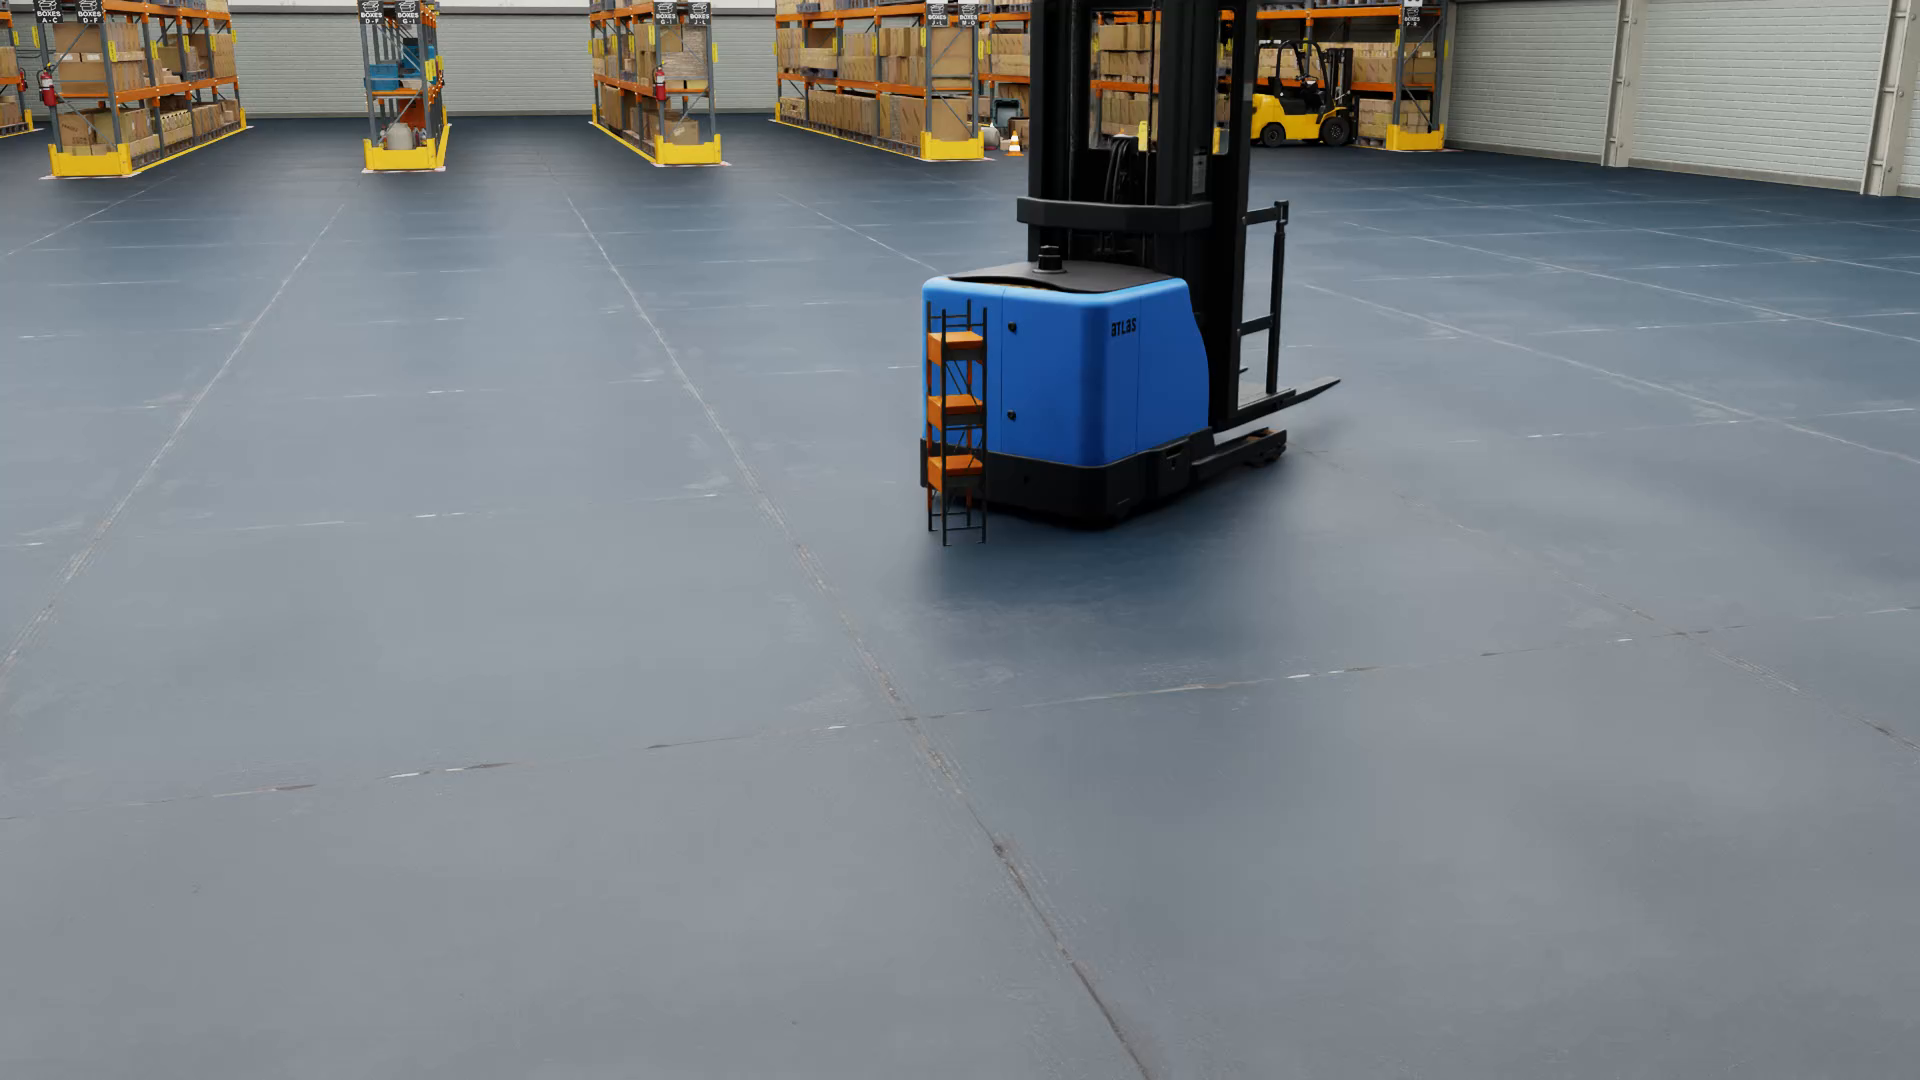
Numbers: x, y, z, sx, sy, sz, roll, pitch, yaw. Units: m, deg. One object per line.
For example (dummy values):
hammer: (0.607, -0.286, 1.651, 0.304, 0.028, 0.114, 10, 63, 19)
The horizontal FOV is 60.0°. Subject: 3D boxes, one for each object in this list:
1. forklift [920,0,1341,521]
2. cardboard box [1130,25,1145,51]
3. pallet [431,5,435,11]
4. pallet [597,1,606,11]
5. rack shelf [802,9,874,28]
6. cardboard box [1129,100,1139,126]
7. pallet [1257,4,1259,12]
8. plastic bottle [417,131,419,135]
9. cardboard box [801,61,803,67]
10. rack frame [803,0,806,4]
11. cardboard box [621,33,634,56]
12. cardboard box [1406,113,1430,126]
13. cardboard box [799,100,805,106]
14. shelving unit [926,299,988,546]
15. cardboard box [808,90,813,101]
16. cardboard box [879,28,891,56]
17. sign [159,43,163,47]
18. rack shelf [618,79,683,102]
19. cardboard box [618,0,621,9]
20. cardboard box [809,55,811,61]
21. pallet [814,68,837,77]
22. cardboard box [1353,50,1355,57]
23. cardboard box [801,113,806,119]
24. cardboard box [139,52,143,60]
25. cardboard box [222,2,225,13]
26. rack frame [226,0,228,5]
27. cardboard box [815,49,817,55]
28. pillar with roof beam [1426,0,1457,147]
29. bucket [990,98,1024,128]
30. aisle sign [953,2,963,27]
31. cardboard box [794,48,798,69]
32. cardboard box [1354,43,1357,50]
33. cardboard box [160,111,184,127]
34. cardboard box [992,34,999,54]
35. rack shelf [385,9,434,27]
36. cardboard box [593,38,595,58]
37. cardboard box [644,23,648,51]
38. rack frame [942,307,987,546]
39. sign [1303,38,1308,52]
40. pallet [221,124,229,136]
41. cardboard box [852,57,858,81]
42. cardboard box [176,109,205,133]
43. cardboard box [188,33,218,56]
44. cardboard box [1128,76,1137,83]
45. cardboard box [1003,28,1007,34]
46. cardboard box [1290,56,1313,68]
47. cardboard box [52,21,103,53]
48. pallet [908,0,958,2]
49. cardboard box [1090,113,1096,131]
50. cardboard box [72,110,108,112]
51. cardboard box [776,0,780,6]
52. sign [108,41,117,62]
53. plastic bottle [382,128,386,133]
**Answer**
forklift: (1.089, -1.857, 8.538, 1.130, 2.935, 3.031, 12, 21, 35)
cardboard box: (3.860, -10.172, 33.673, 0.700, 0.500, 0.500, -5, 17, -16)
pallet: (-12.383, -12.073, 37.545, 1.003, 0.211, 1.213, -5, 17, -15)
pallet: (-8.460, -13.262, 41.330, 1.003, 0.211, 1.213, -5, 17, -15)
rack shelf: (-2.899, -12.544, 40.035, 1.077, 0.370, 4.000, -5, 17, -15)
cardboard box: (3.832, -8.834, 34.393, 0.500, 0.500, 0.500, -5, 17, -17)
pallet: (7.427, -12.877, 40.222, 1.213, 0.211, 1.003, -4, 17, -13)
plastic bottle: (-10.305, -7.634, 31.608, 0.061, 0.283, 0.133, -5, 17, -15)
cardboard box: (-3.782, -11.941, 41.697, 0.380, 0.149, 0.250, -6, 18, -18)
rack frame: (-3.448, -14.879, 41.342, 1.000, 3.000, 0.127, -5, 17, -15)
cardboard box: (-7.331, -11.267, 37.828, 0.797, 0.503, 0.637, -4, 17, -13)
cardboard box: (9.423, -8.769, 34.611, 0.500, 0.250, 0.500, -4, 17, -14)
cardboard box: (-3.980, -11.340, 43.180, 0.380, 0.149, 0.250, -5, 17, -16)
shelving unit: (-0.015, -0.518, 7.350, 0.215, 1.050, 0.252, -5, 17, -15)
cardboard box: (-3.499, -11.143, 41.646, 0.500, 0.250, 0.500, -5, 18, -18)
cardboard box: (-1.181, -10.277, 34.313, 0.875, 0.550, 0.550, -5, 17, -15)
sign: (-18.291, -11.229, 38.114, 0.100, 0.325, 0.005, -5, 17, -15)
rack shelf: (-6.596, -9.637, 35.571, 1.077, 0.370, 4.000, -5, 17, -15)
cardboard box: (-7.121, -11.607, 35.927, 0.500, 0.250, 0.500, -4, 17, -14)
cardboard box: (-3.490, -11.794, 40.691, 0.380, 0.149, 0.250, -4, 17, -13)
pallet: (-2.932, -11.351, 40.361, 1.003, 0.211, 1.213, -5, 17, -15)
cardboard box: (8.494, -10.426, 35.644, 0.380, 0.149, 0.250, -5, 17, -16)
cardboard box: (-3.884, -10.923, 42.826, 0.380, 0.149, 0.250, -4, 17, -15)
cardboard box: (-15.226, -8.878, 30.492, 0.380, 0.149, 0.250, -5, 17, -16)
cardboard box: (-18.349, -13.070, 40.795, 0.500, 0.250, 0.500, -5, 17, -15)
rack frame: (-18.870, -14.839, 41.209, 1.000, 3.000, 0.127, -5, 17, -15)
cardboard box: (-3.278, -11.722, 39.934, 0.380, 0.149, 0.250, -4, 17, -13)
pillar with roof beam: (5.889, -12.296, 32.743, 9.100, 9.000, 0.400, -5, 17, -15)
bucket: (1.004, -9.097, 35.572, 0.726, 0.611, 0.620, 1, 7, 4)
aisle sign: (-0.115, -14.773, 46.900, 0.394, 0.787, 0.004, -5, 17, -15)
cardboard box: (-3.995, -12.451, 42.997, 0.500, 0.500, 0.500, -5, 17, -17)
cardboard box: (8.624, -10.506, 35.395, 0.380, 0.149, 0.250, -4, 17, -14)
cardboard box: (-16.006, -8.497, 33.600, 0.500, 0.311, 0.500, -5, 17, -16)
cardboard box: (1.128, -12.807, 42.962, 0.500, 0.500, 0.500, -4, 17, -15)
rack shelf: (-12.458, -11.788, 37.519, 1.077, 0.370, 4.000, -5, 17, -15)
cardboard box: (-9.335, -12.885, 43.573, 0.500, 0.500, 0.500, -5, 17, -17)
cardboard box: (-5.614, -9.400, 31.103, 0.500, 0.500, 0.500, -5, 17, -15)
rack frame: (0.019, -0.484, 7.238, 0.200, 1.050, 0.008, -5, 17, -15)
sign: (7.734, -11.076, 37.237, 0.100, 0.325, 0.005, -5, 17, -15)
pallet: (-17.959, -9.714, 39.423, 1.003, 0.211, 1.213, -5, 17, -15)
cardboard box: (-2.070, -10.383, 36.631, 0.500, 0.500, 0.500, -5, 17, -16)
cardboard box: (-16.671, -9.059, 35.977, 0.500, 0.500, 0.500, -5, 18, -17)
cardboard box: (-17.630, -11.538, 38.738, 0.500, 0.500, 0.500, -4, 17, -14)
cardboard box: (3.699, -9.557, 34.491, 0.380, 0.149, 0.250, -5, 17, -15)
cardboard box: (1.360, -13.440, 43.940, 0.380, 0.149, 0.250, -4, 17, -14)
cardboard box: (7.873, -10.889, 37.879, 0.500, 0.250, 0.500, -5, 17, -16)
cardboard box: (-14.604, -8.354, 27.620, 0.700, 0.500, 0.500, -5, 17, -15)
pallet: (-0.364, -10.285, 31.416, 1.003, 0.211, 1.213, -5, 17, -15)
cardboard box: (3.335, -9.299, 37.034, 0.950, 0.372, 0.625, -4, 17, -15)
cardboard box: (-15.332, -7.322, 29.359, 0.500, 0.500, 0.500, -5, 17, -15)
cardboard box: (-4.674, -14.571, 44.925, 0.500, 0.250, 0.500, -4, 17, -14)
sign: (-13.938, -8.035, 27.343, 0.100, 0.325, 0.005, -5, 17, -15)
plastic bottle: (-10.817, -7.553, 31.222, 0.144, 0.351, 0.185, -5, 17, -16)
